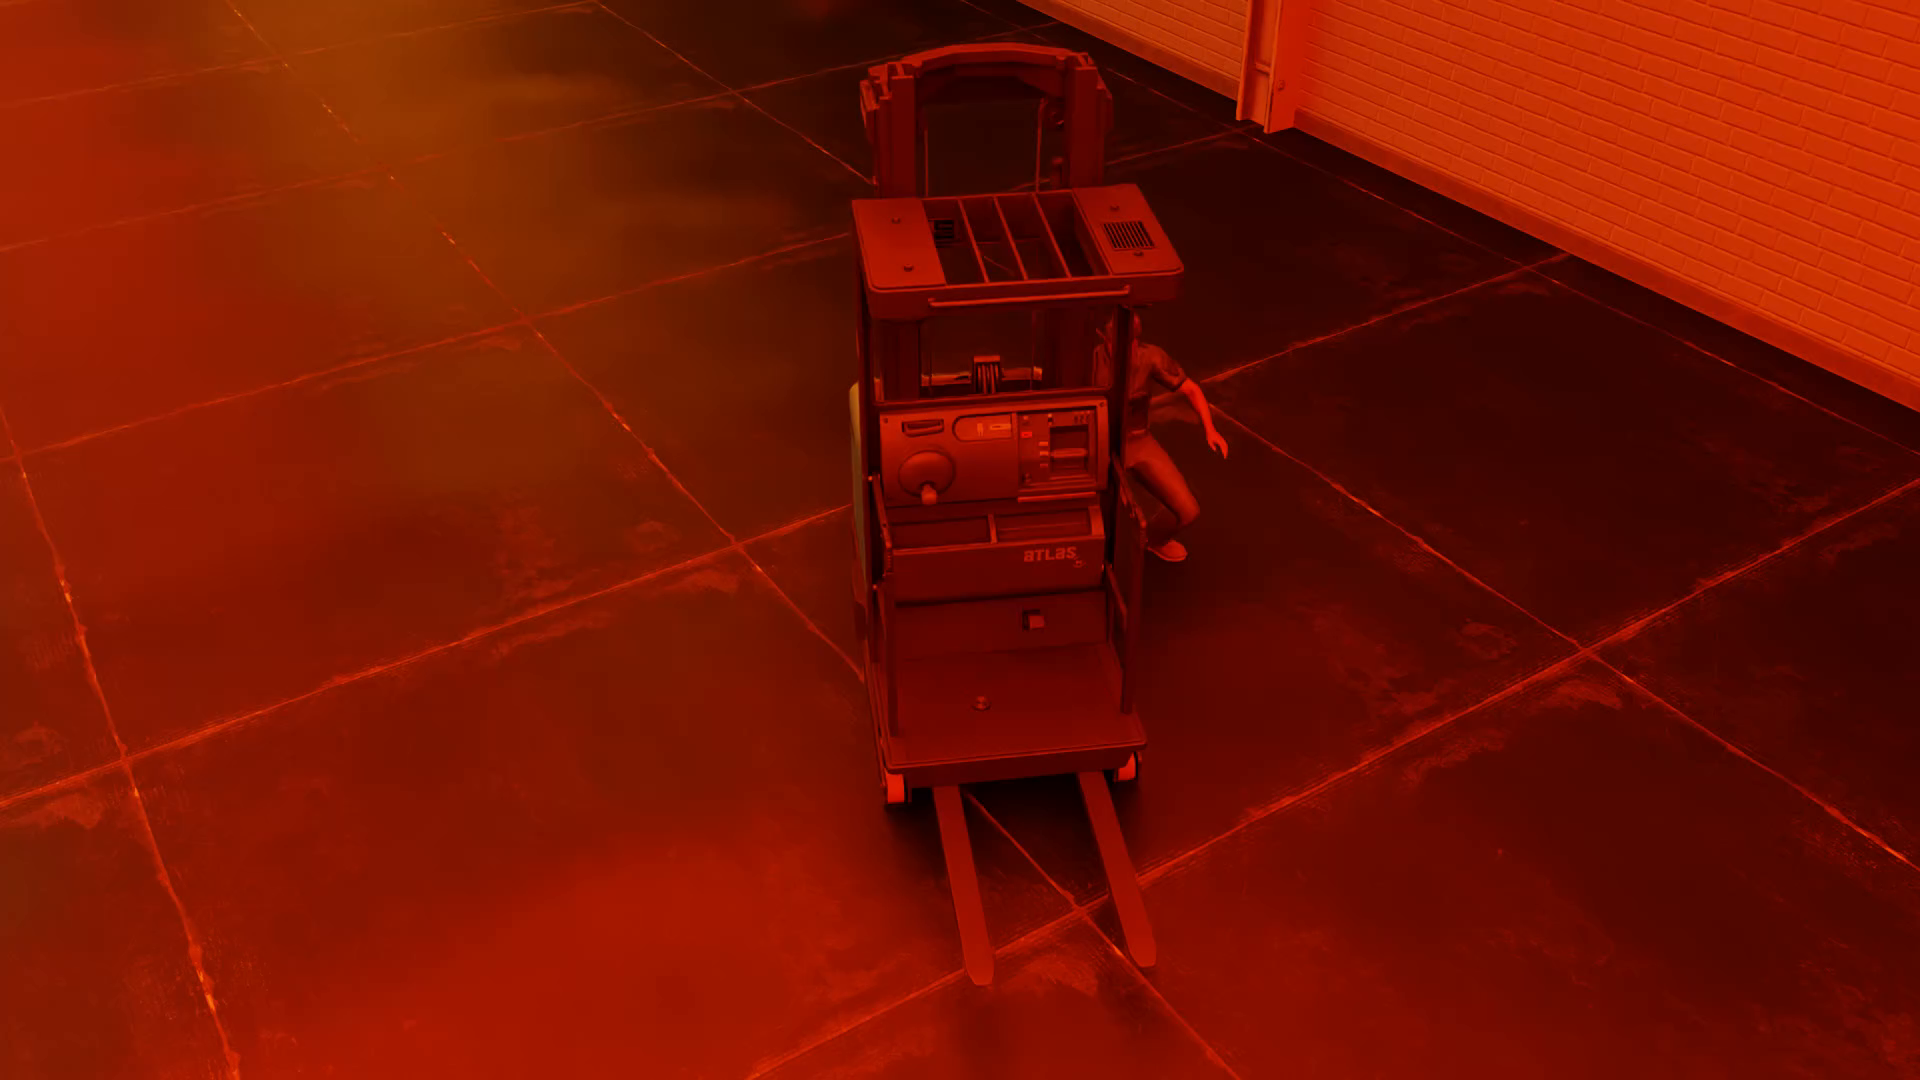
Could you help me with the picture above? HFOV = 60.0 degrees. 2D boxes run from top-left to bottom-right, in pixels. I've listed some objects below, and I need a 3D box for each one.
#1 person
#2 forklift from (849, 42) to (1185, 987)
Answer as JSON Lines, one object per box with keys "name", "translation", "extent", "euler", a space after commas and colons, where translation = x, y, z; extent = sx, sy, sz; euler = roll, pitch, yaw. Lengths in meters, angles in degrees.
{"name": "person", "translation": [0.782, -0.369, 7.937], "extent": [0.894, 1.481, 0.641], "euler": [-6, 35, -8]}
{"name": "forklift", "translation": [0.175, -0.293, 6.564], "extent": [1.130, 2.935, 3.031], "euler": [-5, 35, -7]}
